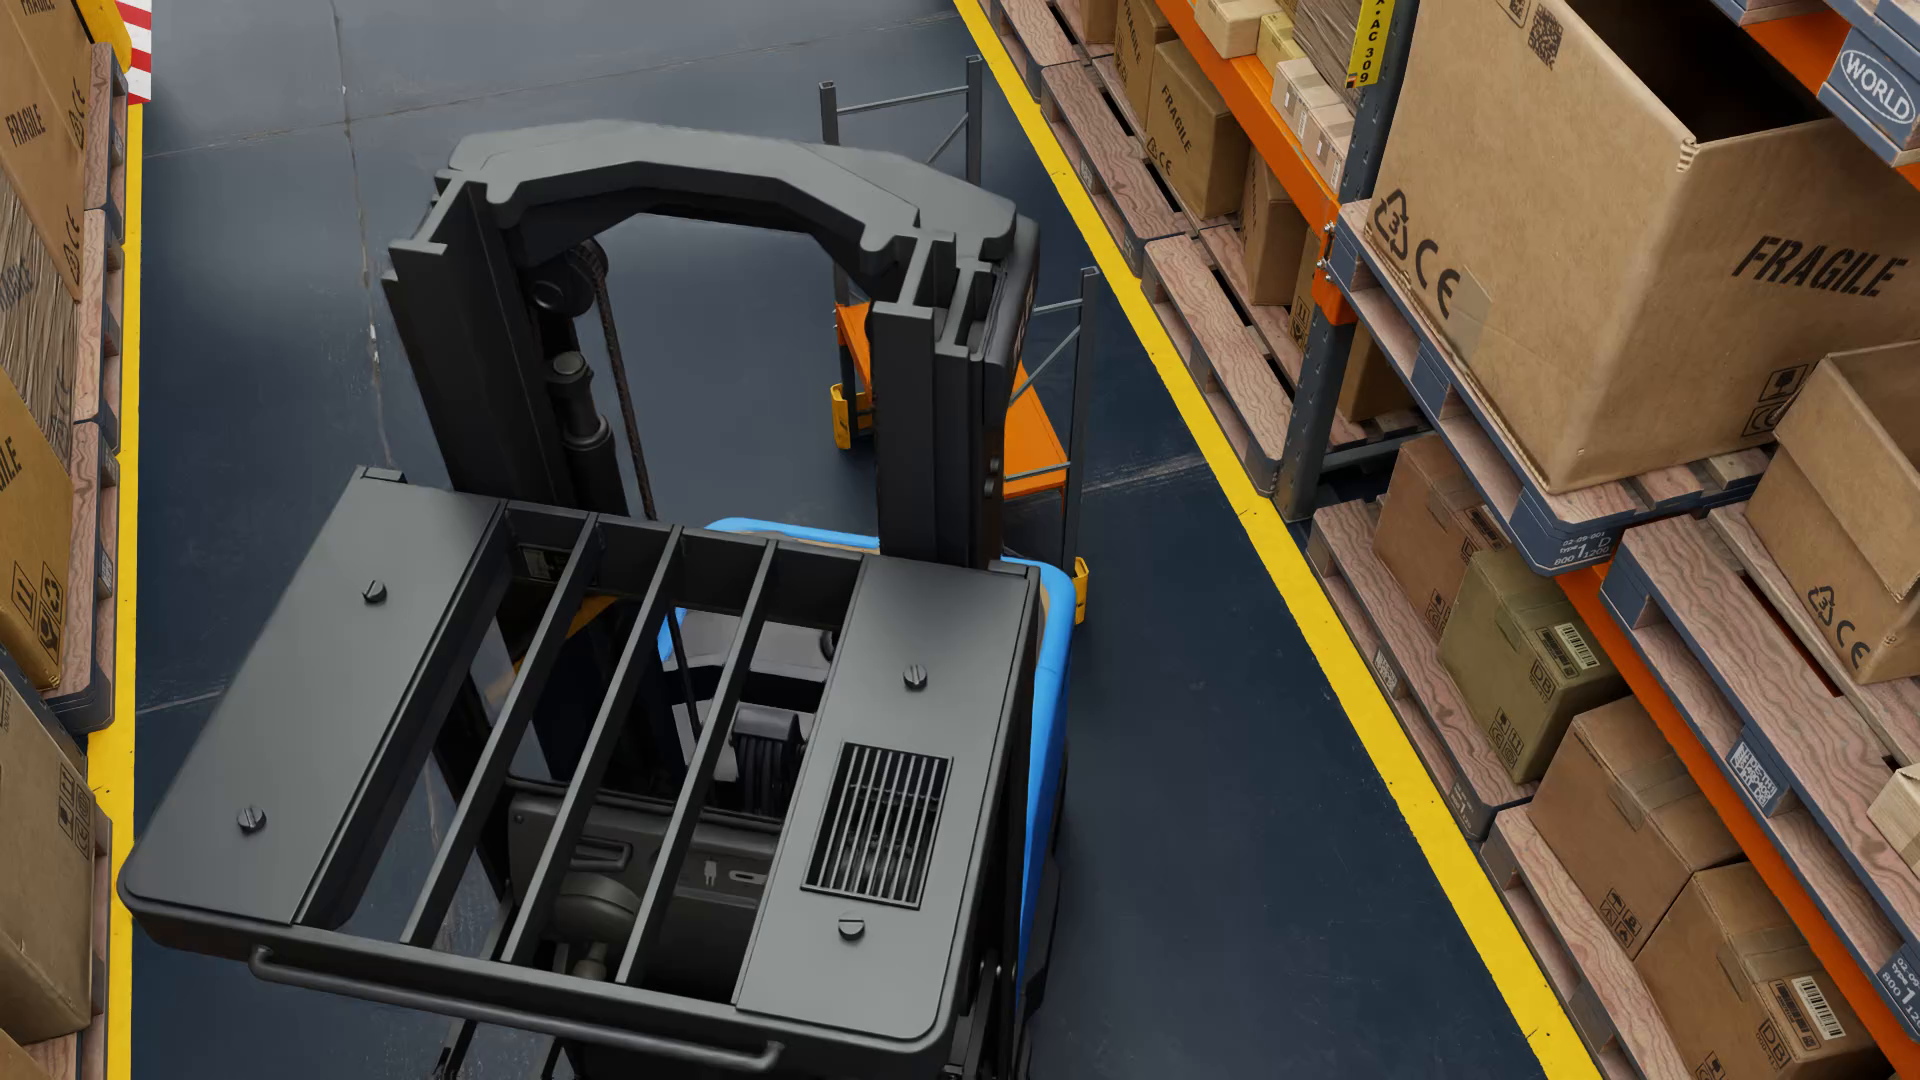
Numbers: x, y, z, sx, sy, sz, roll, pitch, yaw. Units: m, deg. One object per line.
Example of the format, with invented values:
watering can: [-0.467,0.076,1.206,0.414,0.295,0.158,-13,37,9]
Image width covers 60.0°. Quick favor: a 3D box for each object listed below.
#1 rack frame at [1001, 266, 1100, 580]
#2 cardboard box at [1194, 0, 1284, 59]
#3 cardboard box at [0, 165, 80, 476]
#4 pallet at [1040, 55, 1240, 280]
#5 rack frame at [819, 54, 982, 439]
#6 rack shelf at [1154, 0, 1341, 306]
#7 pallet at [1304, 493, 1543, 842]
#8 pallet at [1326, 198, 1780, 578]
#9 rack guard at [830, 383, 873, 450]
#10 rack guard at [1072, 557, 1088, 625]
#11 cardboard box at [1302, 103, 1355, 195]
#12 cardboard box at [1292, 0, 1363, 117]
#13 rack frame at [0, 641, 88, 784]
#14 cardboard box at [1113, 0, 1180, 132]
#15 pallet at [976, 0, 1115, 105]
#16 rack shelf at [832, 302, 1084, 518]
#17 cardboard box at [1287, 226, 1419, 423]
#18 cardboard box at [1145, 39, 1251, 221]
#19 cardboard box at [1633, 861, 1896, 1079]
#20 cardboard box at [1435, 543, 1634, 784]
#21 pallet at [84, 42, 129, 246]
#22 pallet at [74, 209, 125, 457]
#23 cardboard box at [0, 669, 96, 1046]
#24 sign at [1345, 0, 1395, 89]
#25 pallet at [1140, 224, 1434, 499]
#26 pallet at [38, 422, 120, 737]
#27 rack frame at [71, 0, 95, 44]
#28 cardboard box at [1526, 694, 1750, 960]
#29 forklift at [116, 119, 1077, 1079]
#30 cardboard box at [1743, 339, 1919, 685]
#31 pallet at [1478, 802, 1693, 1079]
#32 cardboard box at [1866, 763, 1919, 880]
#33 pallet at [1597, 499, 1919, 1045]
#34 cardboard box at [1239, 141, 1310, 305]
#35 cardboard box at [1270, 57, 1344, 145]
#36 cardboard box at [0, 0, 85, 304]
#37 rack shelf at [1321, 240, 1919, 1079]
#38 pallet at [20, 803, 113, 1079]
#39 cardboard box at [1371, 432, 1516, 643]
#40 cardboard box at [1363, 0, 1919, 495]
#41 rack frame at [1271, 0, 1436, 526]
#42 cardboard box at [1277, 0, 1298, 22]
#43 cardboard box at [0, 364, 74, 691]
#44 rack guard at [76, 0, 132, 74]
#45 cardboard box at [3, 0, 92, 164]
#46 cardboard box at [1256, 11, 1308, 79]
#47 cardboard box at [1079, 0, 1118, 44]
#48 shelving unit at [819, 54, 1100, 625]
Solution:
rack frame: [0.125,-0.174,4.916,0.500,1.500,0.032,-13,51,-11]
cardboard box: [0.989,-1.723,5.405,0.380,0.149,0.250,-13,51,-11]
cardboard box: [-3.562,-0.711,5.502,0.875,0.875,0.875,-13,51,-11]
pallet: [0.999,-1.651,7.004,1.003,0.211,1.213,-13,51,-11]
rack frame: [-0.176,-0.917,5.542,0.500,1.500,0.032,-13,51,-11]
rack shelf: [1.004,-2.404,6.285,1.077,0.370,4.000,-13,51,-11]
pallet: [1.827,0.292,5.366,1.003,0.211,1.213,-13,51,-11]
pallet: [1.683,-0.522,4.354,1.003,0.211,1.213,-13,51,-11]
rack guard: [-0.170,-0.500,6.008,0.587,0.250,0.087,-13,51,-11]
rack guard: [0.125,0.227,5.395,0.587,0.250,0.087,-13,51,-11]
cardboard box: [1.251,-1.185,4.951,0.380,0.149,0.250,-13,51,-11]
cardboard box: [1.521,-1.646,4.916,0.875,0.500,0.500,-13,51,-11]
rack frame: [-3.173,-0.127,3.895,1.000,3.000,0.127,-13,51,-11]
cardboard box: [0.958,-2.076,6.898,0.500,0.500,0.500,-9,50,-8]
pallet: [0.641,-2.541,7.754,1.003,0.211,1.213,-13,51,-11]
rack shelf: [-0.025,-0.430,5.367,0.538,0.185,1.000,-13,51,-11]
cardboard box: [1.515,-0.806,5.828,0.500,0.500,0.500,-15,51,-12]
cardboard box: [1.080,-1.658,6.546,0.500,0.500,0.500,-17,52,-14]
cardboard box: [2.211,1.111,4.199,0.700,0.500,0.500,-9,51,-8]
cardboard box: [1.880,0.295,4.887,0.700,0.500,0.500,-14,51,-11]
pallet: [-4.044,-1.584,6.947,1.003,0.211,1.213,-13,51,-11]
pallet: [-3.687,-0.694,6.197,1.003,0.211,1.213,-13,51,-11]
cardboard box: [-2.903,0.895,4.230,1.050,0.750,0.750,-14,51,-11]
sign: [1.079,-1.326,4.340,0.100,0.325,0.005,-13,51,-11]
pallet: [1.363,-0.759,6.252,1.003,0.211,1.213,-13,51,-11]
pallet: [-3.323,0.198,5.445,1.003,0.211,1.213,-13,51,-11]
rack frame: [-4.355,-3.049,6.358,1.000,3.000,0.127,-13,51,-11]
cardboard box: [2.045,0.703,4.542,0.700,0.500,0.500,-17,52,-14]
forklift: [-0.469,0.853,3.114,1.130,2.935,3.031,8,50,7]
cardboard box: [2.196,-0.098,3.529,0.797,0.503,0.637,-9,50,-7]
pallet: [2.192,1.185,4.613,1.003,0.211,1.213,-13,51,-11]
cardboard box: [2.027,0.498,3.182,0.396,0.266,0.258,-15,51,-12]
pallet: [2.154,0.372,3.600,1.003,0.211,1.213,-13,51,-11]
cardboard box: [1.339,-1.223,6.179,0.500,0.500,0.500,1,50,1]
cardboard box: [1.186,-1.369,5.107,0.380,0.149,0.250,-13,51,-11]
cardboard box: [-3.830,-1.377,6.064,0.875,0.875,0.875,-14,51,-12]
rack shelf: [2.187,0.518,3.822,1.077,0.370,4.000,-13,51,-11]
pallet: [-2.872,1.318,4.501,1.003,0.211,1.213,-13,51,-11]
cardboard box: [1.756,-0.058,5.184,0.700,0.500,0.500,-17,52,-14]
cardboard box: [1.697,-0.892,3.873,1.000,1.000,1.000,-13,51,-11]
rack frame: [1.595,-1.175,4.779,1.000,3.000,0.127,-13,51,-11]
cardboard box: [1.407,-2.019,5.230,0.875,0.500,0.500,-13,51,-11]
cardboard box: [-3.292,-0.053,4.948,0.875,0.875,0.875,-13,51,-10]
rack guard: [-4.363,-2.261,7.329,1.175,0.500,0.348,-13,51,-11]
cardboard box: [-4.092,-2.019,6.605,0.875,0.875,0.875,-13,51,-11]
cardboard box: [1.170,-1.566,5.272,0.380,0.149,0.250,-13,51,-11]
cardboard box: [0.791,-2.537,7.288,0.500,0.500,0.500,-2,50,-1]
shelving unit: [-0.023,-0.539,5.224,0.587,1.500,1.083,-13,51,-11]
